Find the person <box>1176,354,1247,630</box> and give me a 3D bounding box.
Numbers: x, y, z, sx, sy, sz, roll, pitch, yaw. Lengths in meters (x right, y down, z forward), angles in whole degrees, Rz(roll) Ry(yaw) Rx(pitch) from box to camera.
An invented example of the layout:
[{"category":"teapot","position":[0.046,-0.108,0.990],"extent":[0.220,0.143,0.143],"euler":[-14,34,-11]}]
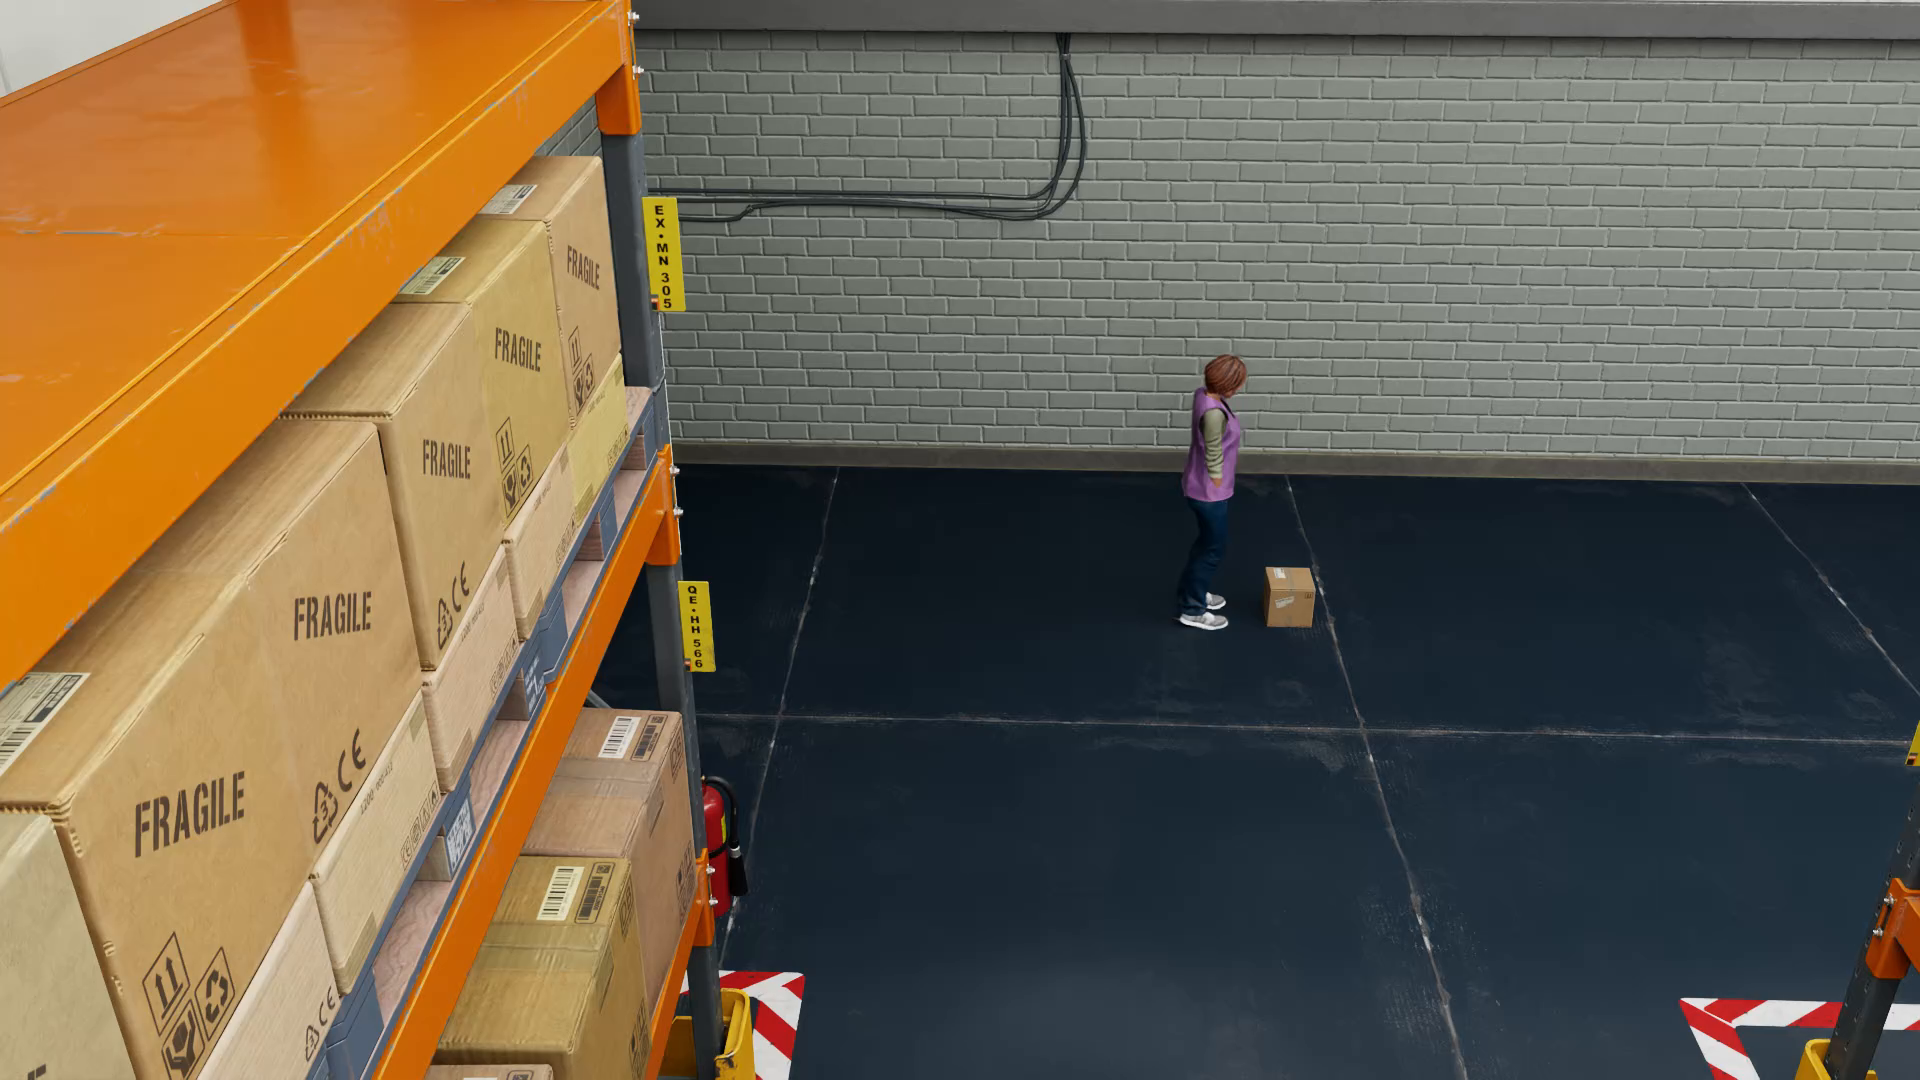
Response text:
[{"category":"person","position":[1.374,-0.279,9.169],"extent":[0.310,1.593,0.411],"euler":[2,28,3]}]
